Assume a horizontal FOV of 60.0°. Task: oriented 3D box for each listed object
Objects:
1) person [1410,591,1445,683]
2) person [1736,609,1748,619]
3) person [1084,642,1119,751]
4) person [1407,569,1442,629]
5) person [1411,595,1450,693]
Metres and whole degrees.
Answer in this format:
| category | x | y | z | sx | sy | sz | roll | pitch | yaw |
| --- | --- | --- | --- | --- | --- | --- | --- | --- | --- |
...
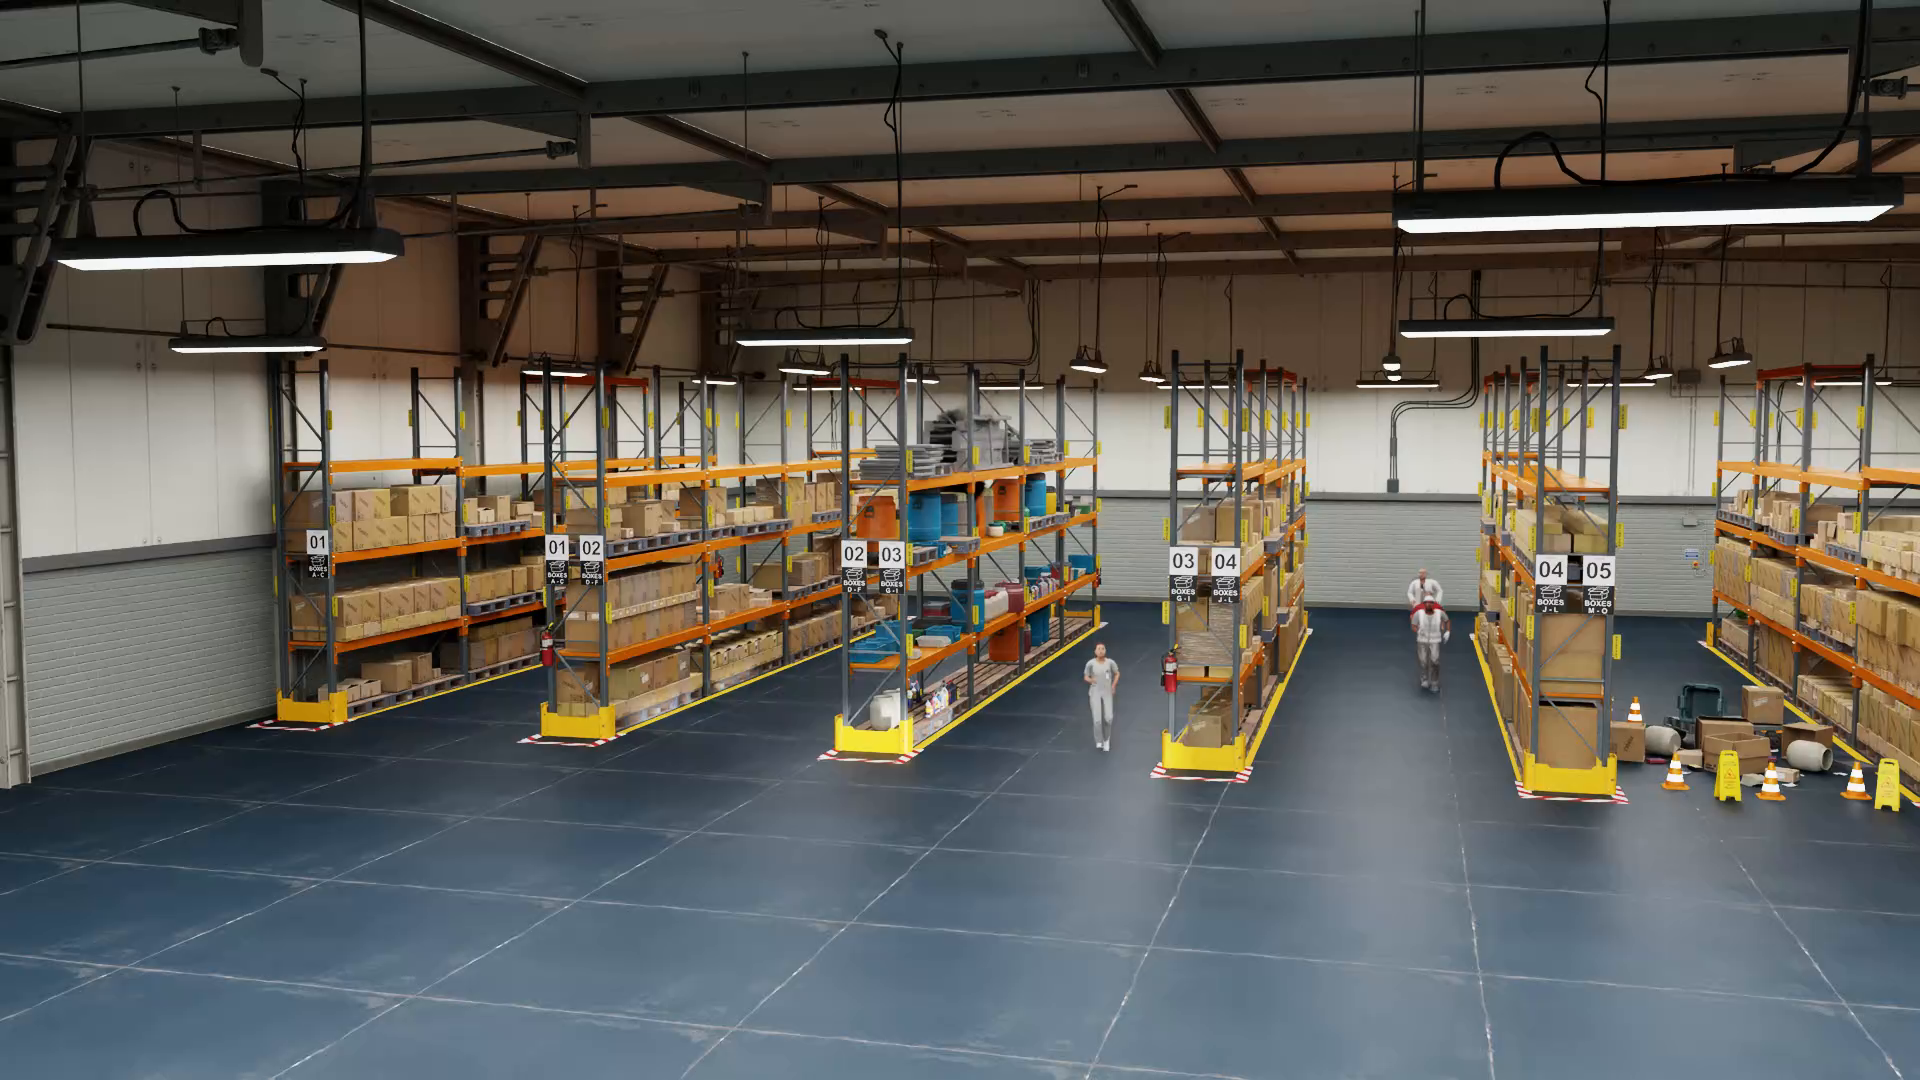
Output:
| category | x | y | z | sx | sy | sz | roll | pitch | yaw |
| --- | --- | --- | --- | --- | --- | --- | --- | --- | --- |
| person | 8.980 | 1.834 | 31.927 | 0.668 | 1.699 | 0.979 | 1 | 4 | 16 |
| person | 17.909 | 1.408 | 37.935 | 0.722 | 1.762 | 0.780 | -2 | 5 | -29 |
| person | 2.140 | 2.365 | 25.076 | 0.548 | 1.655 | 0.615 | 0 | 4 | 2 |
| person | 10.263 | 1.498 | 36.785 | 0.745 | 1.741 | 0.701 | 2 | 4 | 21 |
| person | 8.666 | 1.927 | 30.666 | 0.706 | 1.827 | 0.724 | 1 | 4 | 17 |
